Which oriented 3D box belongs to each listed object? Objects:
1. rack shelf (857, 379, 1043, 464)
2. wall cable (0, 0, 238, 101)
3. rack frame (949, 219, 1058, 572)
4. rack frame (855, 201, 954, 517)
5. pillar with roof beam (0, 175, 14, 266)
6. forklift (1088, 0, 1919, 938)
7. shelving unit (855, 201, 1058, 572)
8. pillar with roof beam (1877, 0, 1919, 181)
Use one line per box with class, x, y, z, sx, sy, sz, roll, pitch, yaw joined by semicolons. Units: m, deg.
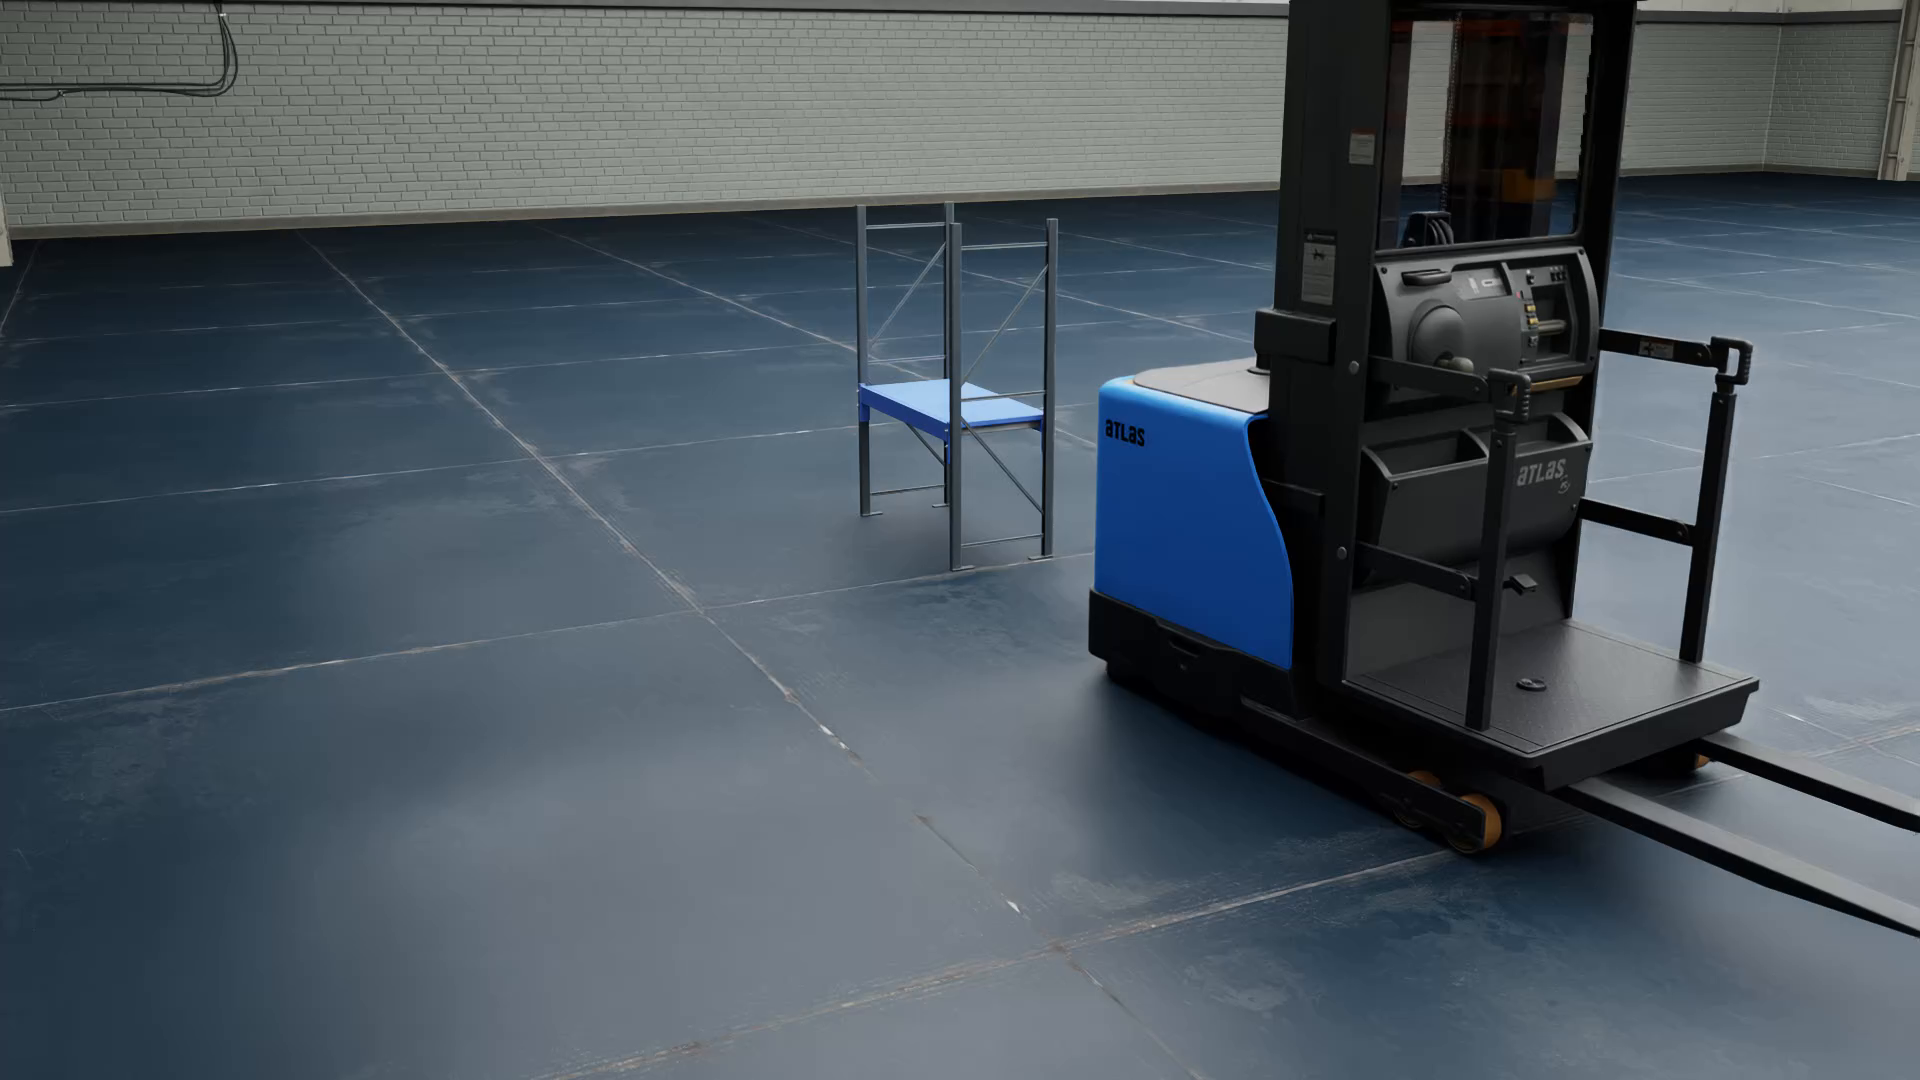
rack shelf;-0.037;-0.569;7.667;0.538;0.185;1.000;-8;18;-25
wall cable;-10.715;-6.758;20.615;3.097;2.526;0.112;-8;18;-25
rack frame;0.185;-0.616;7.178;0.500;1.500;0.032;-8;18;-25
rack frame;-0.260;-0.868;8.057;0.500;1.500;0.032;-8;18;-25
pillar with roof beam;-6.743;-7.880;18.897;9.100;9.000;0.400;-8;18;-25
forklift;1.702;-0.676;4.792;1.130;2.935;3.031;-10;19;-32
shelving unit;-0.037;-0.742;7.618;0.538;1.500;1.048;-8;18;-25
pillar with roof beam;13.834;-10.646;28.536;9.100;9.000;0.400;-8;18;-25
